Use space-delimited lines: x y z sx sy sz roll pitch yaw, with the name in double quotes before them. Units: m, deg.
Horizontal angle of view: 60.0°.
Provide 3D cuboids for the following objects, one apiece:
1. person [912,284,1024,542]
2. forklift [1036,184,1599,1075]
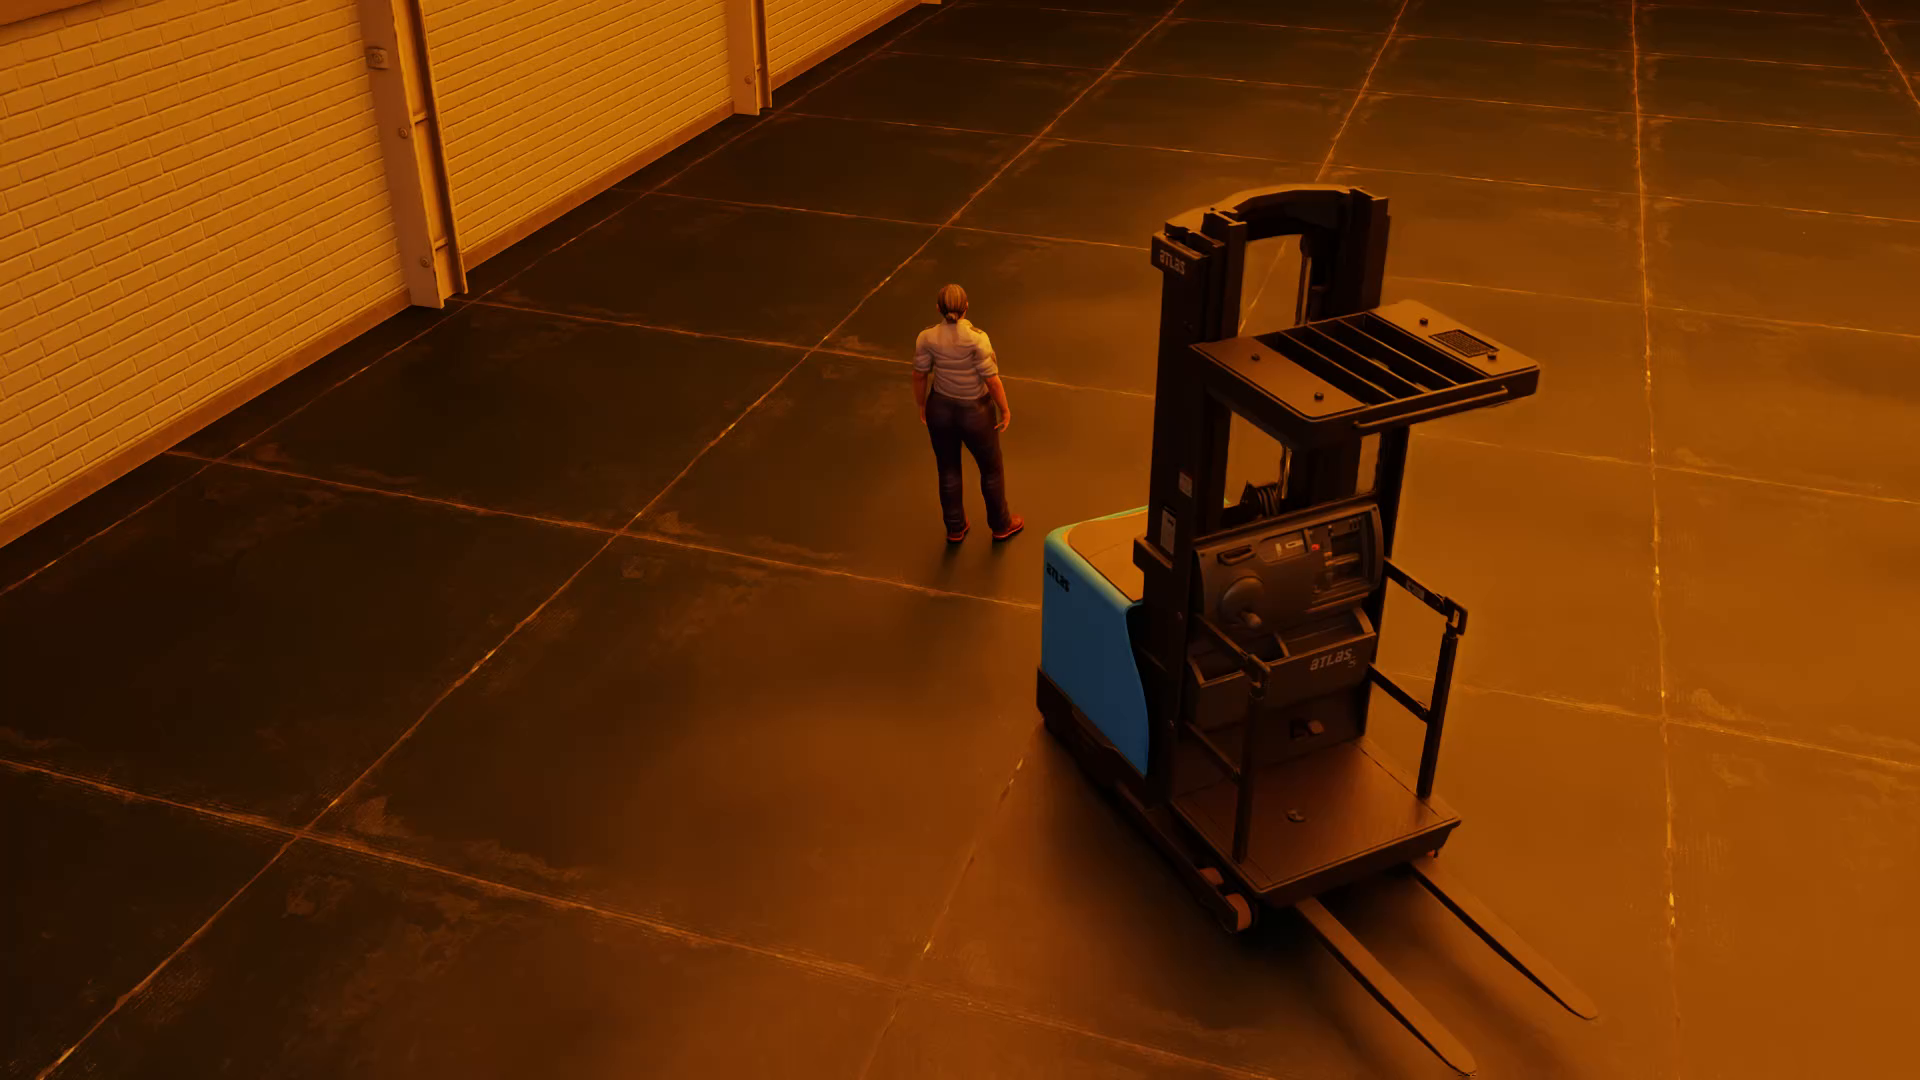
"person" 0.050 -0.760 9.751 0.599 1.650 0.503 10 31 16
"forklift" 1.498 0.159 6.857 1.130 2.935 3.031 -14 32 -23
